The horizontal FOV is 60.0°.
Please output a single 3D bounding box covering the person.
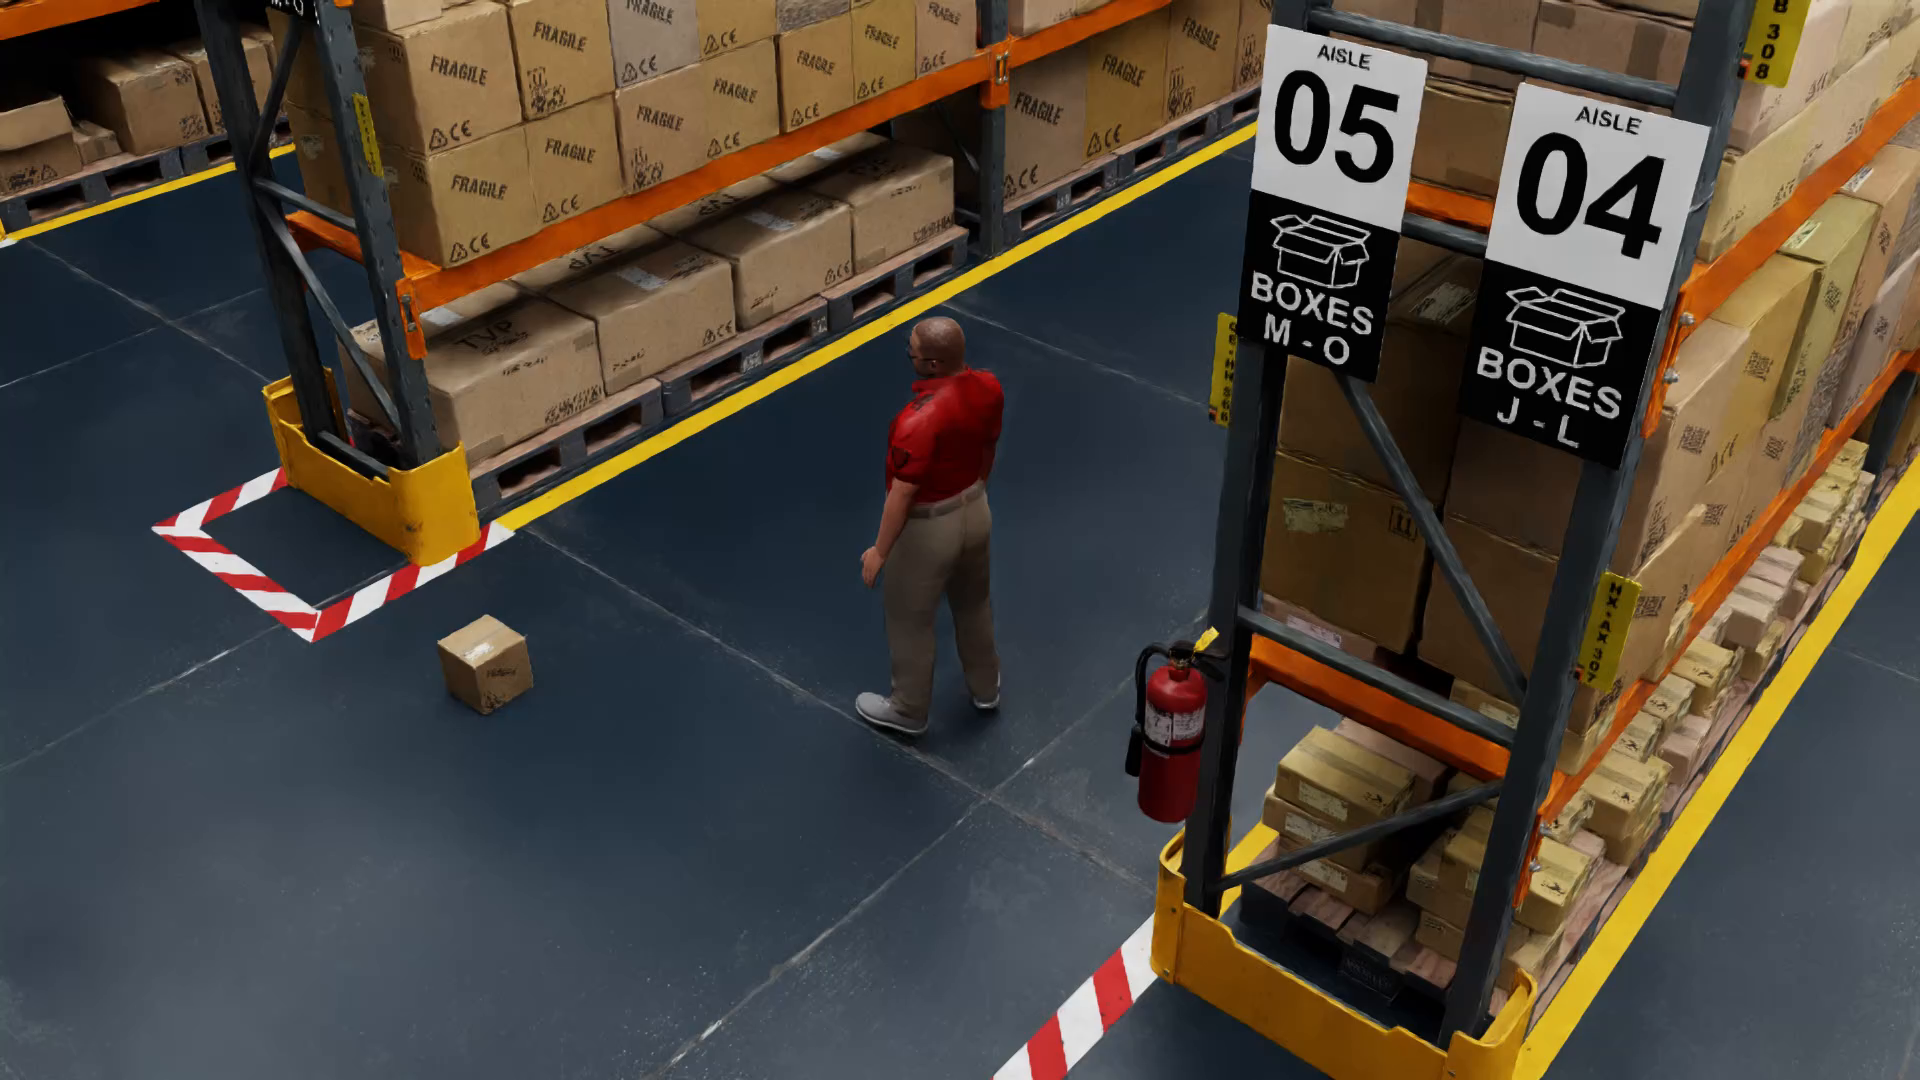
[{"bbox_3d":[-0.104,-0.054,6.190,0.429,1.734,0.678,27,43,33],"label":"person"}]
